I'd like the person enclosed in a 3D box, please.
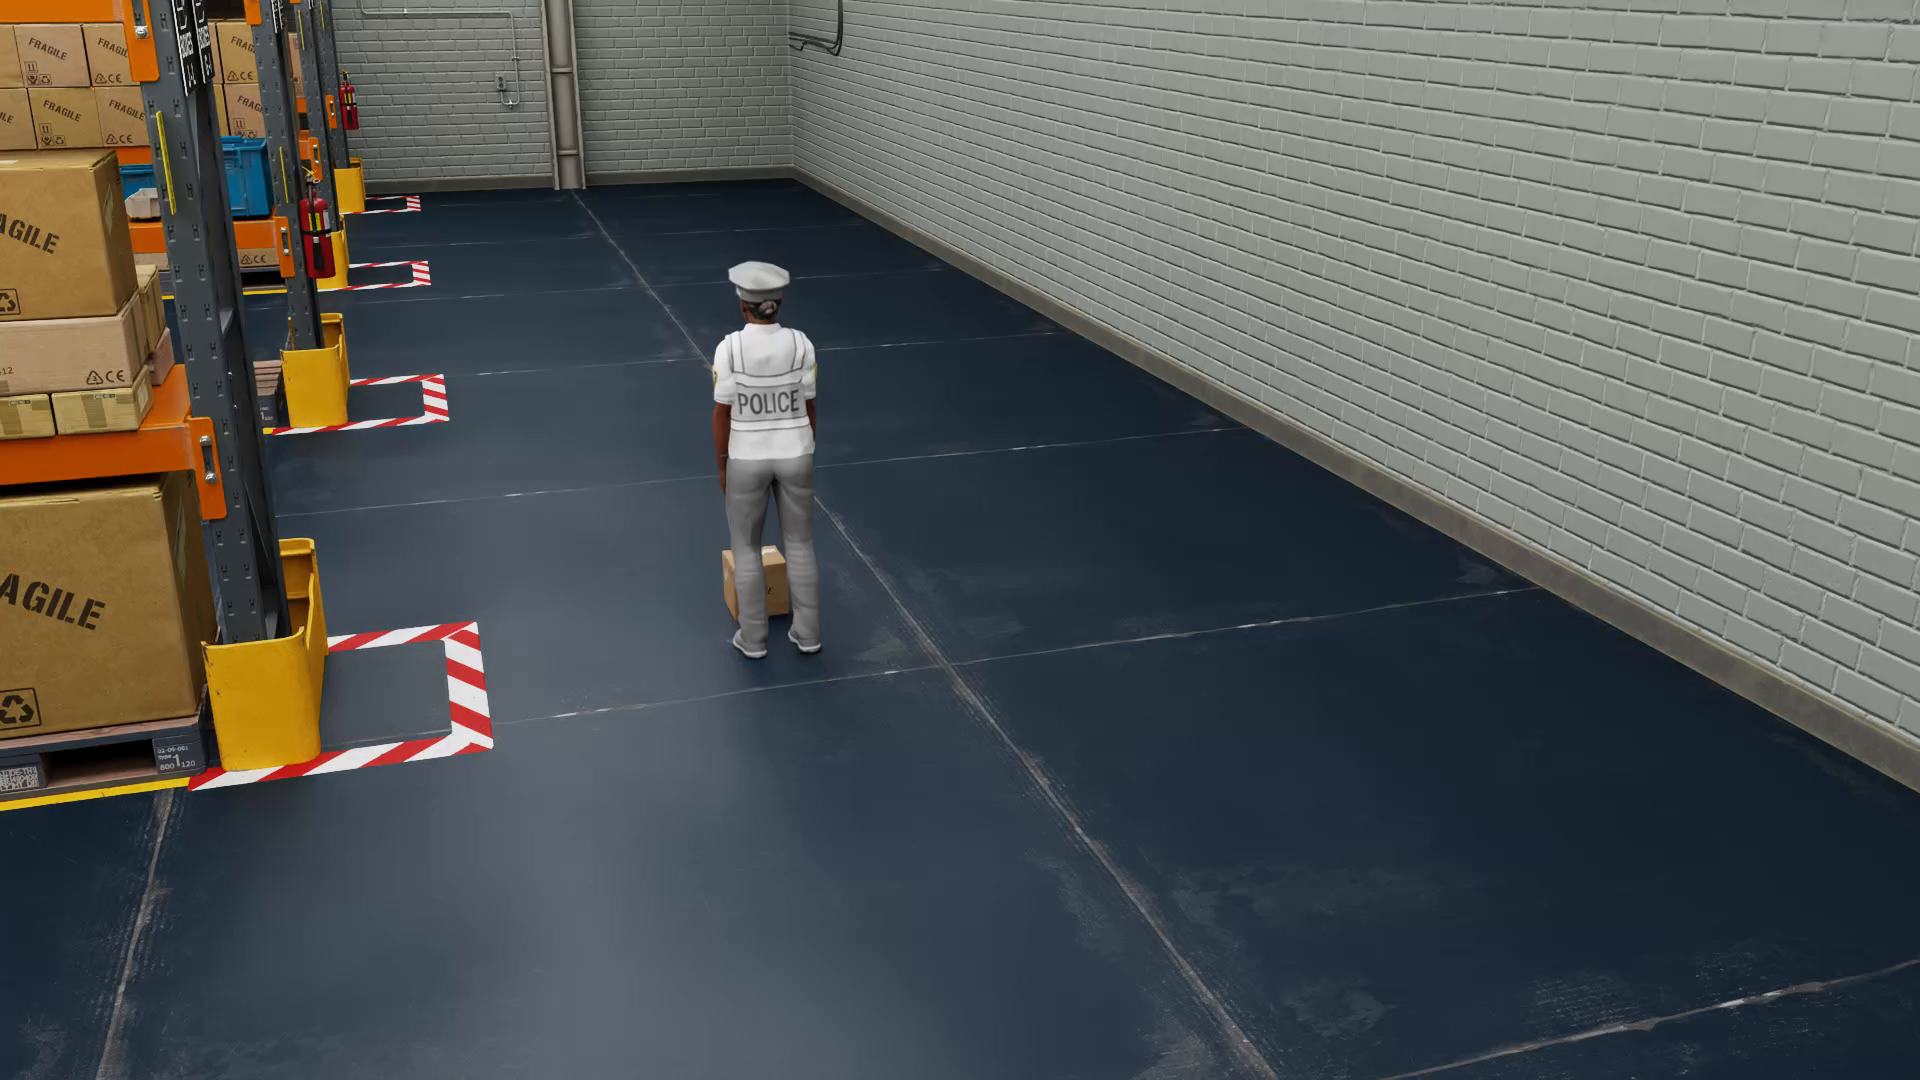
[{"bbox_3d":[-0.815,-0.320,6.977,0.438,1.669,0.341,-6,20,-16],"label":"person"}]
